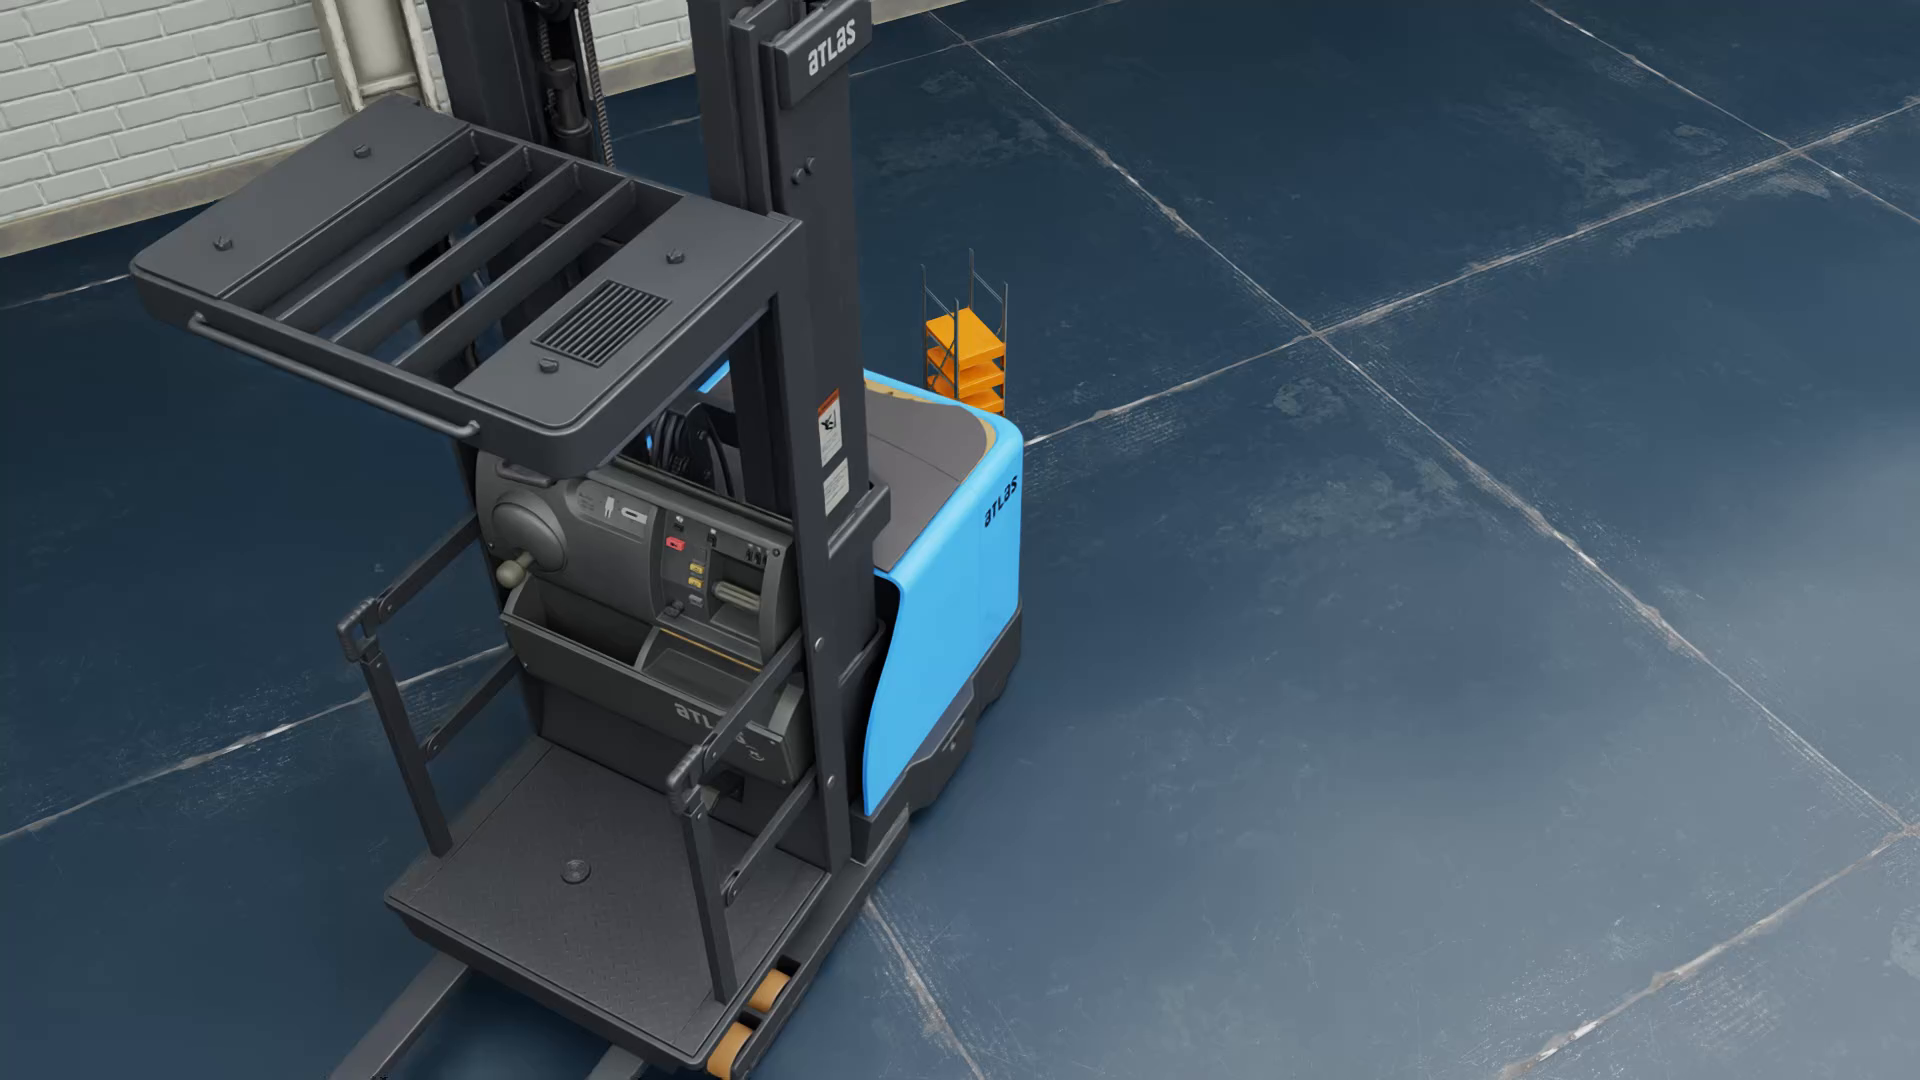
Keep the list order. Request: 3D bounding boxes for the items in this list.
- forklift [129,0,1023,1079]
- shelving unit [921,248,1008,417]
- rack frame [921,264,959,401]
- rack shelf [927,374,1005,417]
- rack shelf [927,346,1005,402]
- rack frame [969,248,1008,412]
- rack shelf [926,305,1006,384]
[{"bbox_3d":[-0.936,0.104,4.038,1.130,2.935,3.031,21,48,20],"label":"forklift"},{"bbox_3d":[0.013,-0.436,5.837,0.189,1.200,0.258,-22,48,-21],"label":"shelving unit"},{"bbox_3d":[-0.067,-0.404,5.805,0.006,1.200,0.240,-22,48,-21],"label":"rack frame"},{"bbox_3d":[0.013,-0.490,5.785,0.180,0.103,0.258,-22,48,-21],"label":"rack shelf"},{"bbox_3d":[0.013,-0.576,5.701,0.180,0.103,0.258,-22,48,-21],"label":"rack shelf"},{"bbox_3d":[0.092,-0.467,5.870,0.006,1.200,0.240,-22,48,-21],"label":"rack frame"},{"bbox_3d":[0.013,-0.662,5.618,0.180,0.103,0.258,-22,48,-21],"label":"rack shelf"}]
